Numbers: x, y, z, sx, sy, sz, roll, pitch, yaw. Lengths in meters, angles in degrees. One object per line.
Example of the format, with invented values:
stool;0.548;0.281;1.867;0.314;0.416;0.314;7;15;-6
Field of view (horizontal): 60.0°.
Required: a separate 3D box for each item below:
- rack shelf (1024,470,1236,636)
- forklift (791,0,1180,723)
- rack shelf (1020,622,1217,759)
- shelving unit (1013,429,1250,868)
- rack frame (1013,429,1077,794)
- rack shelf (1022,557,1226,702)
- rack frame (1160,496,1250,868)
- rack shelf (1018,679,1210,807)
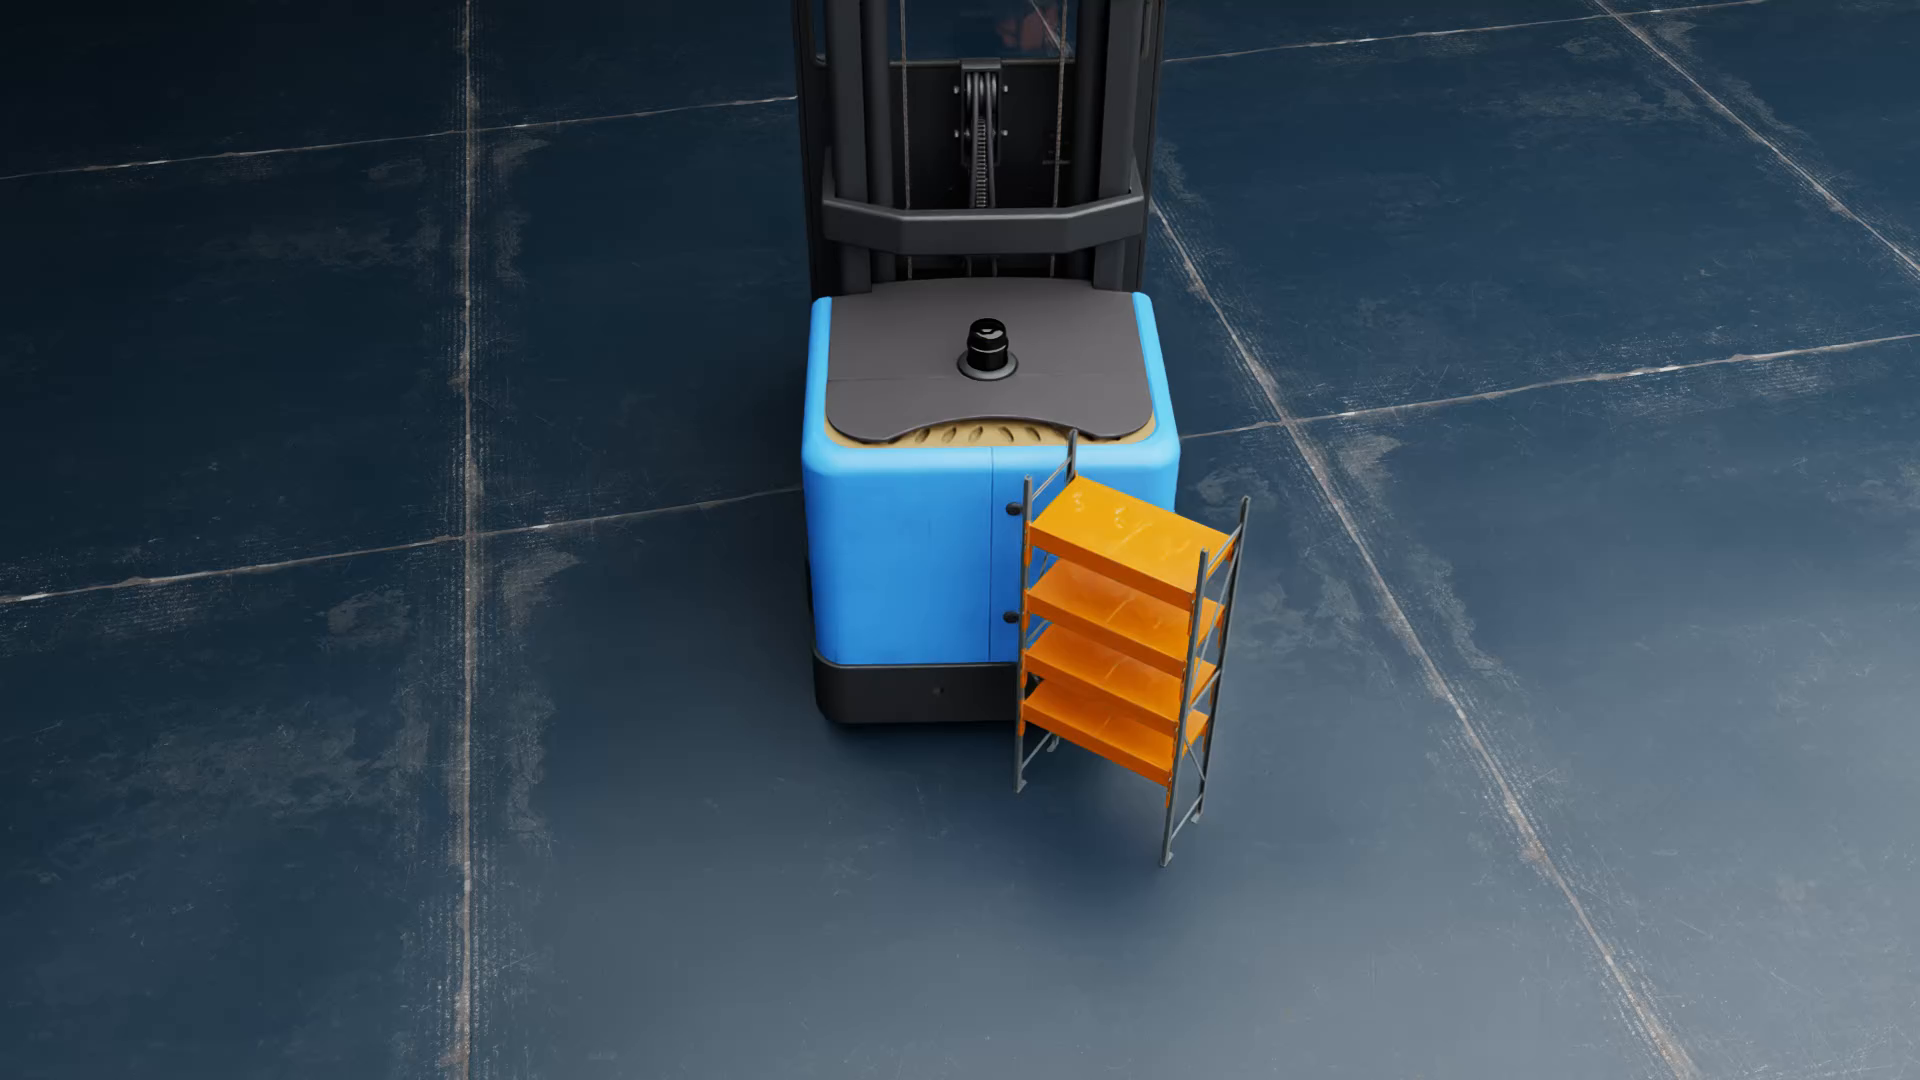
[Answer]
rack shelf;0.433;0.027;4.224;0.480;0.148;0.258;23;47;24
forklift;0.047;-1.501;5.233;1.130;2.935;3.031;-1;42;-1
rack shelf;0.433;0.371;4.530;0.480;0.148;0.258;23;47;24
shelving unit;0.433;0.321;4.485;0.503;1.200;0.258;23;47;24
rack frame;0.229;0.232;4.585;0.015;1.200;0.240;23;47;24
rack shelf;0.433;0.204;4.381;0.480;0.148;0.258;23;47;24
rack frame;0.638;0.409;4.385;0.015;1.200;0.240;23;47;24
rack shelf;0.433;0.519;4.662;0.480;0.148;0.258;23;47;24
